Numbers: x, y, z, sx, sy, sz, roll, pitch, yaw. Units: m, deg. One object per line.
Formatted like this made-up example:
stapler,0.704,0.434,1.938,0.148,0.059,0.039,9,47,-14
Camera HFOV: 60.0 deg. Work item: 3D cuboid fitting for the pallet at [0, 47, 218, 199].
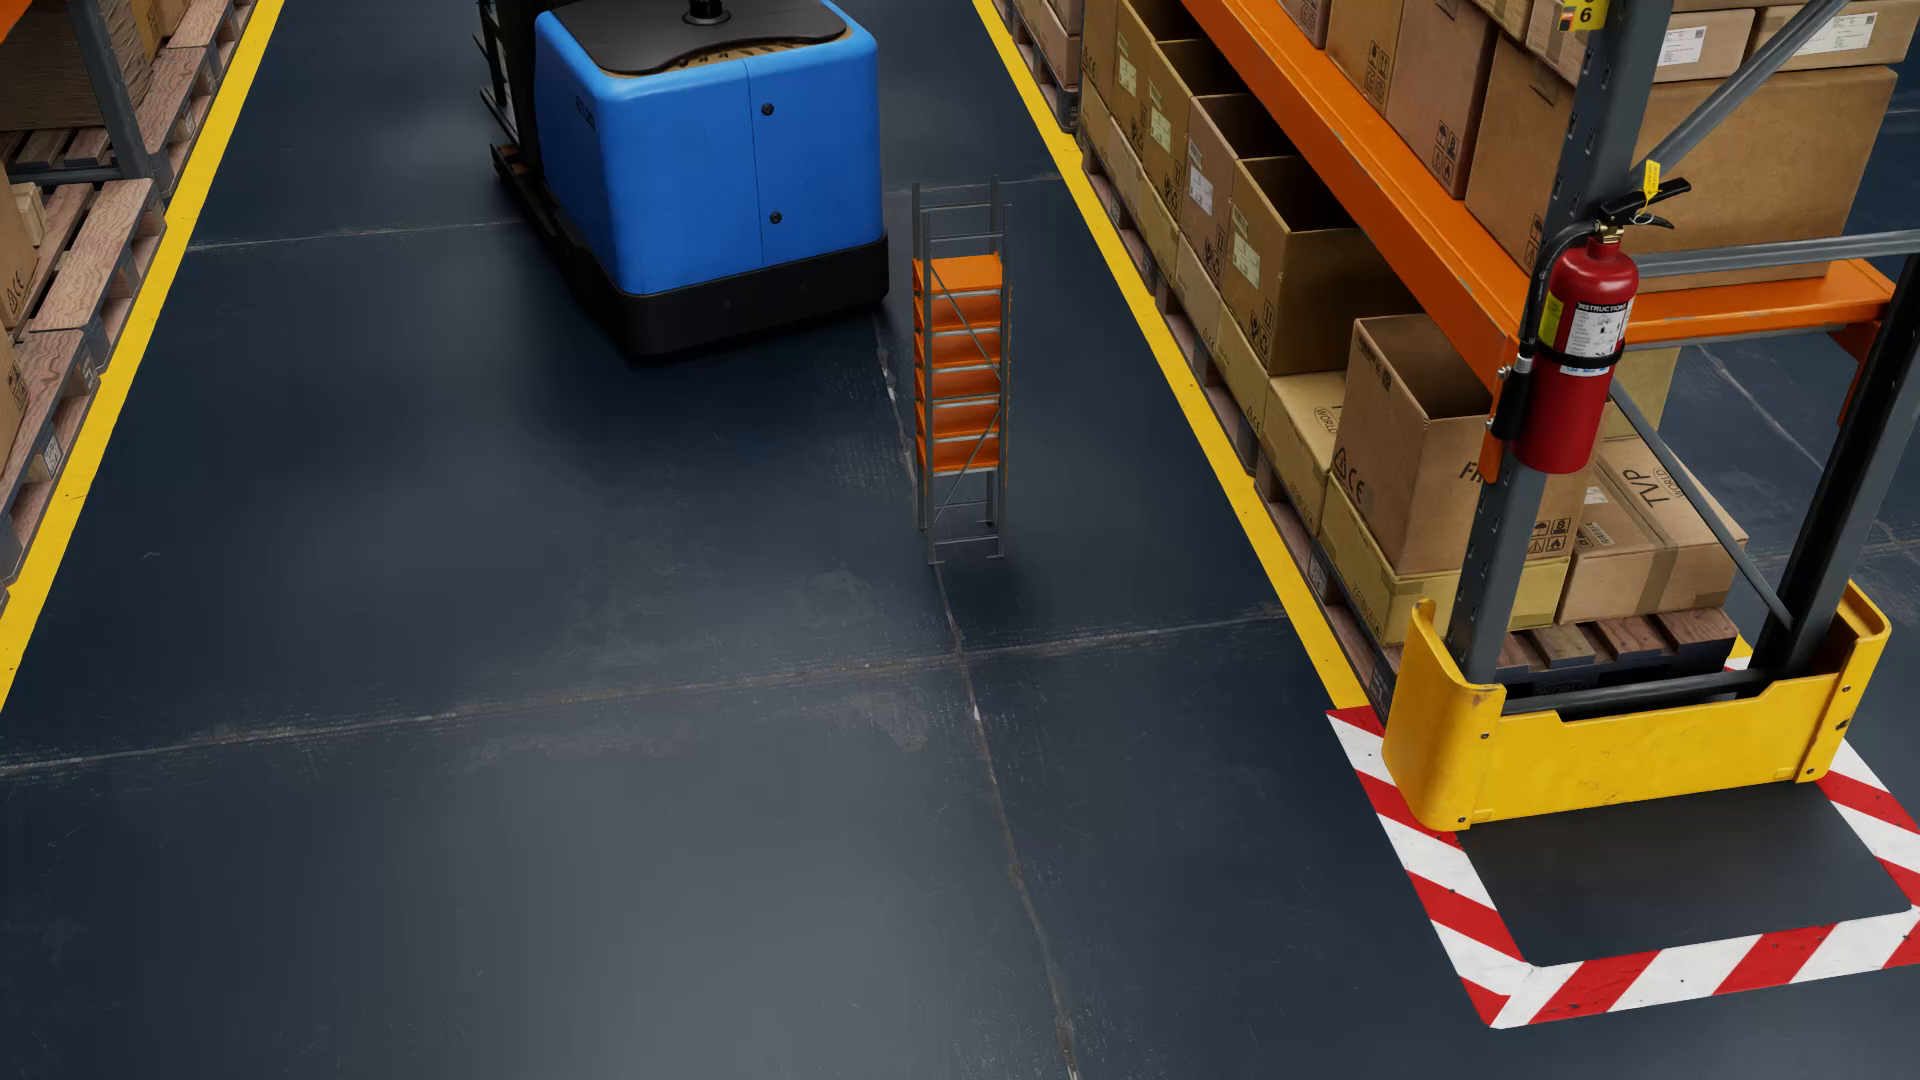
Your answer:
pallet,-3.983,-1.858,7.469,1.003,0.211,1.213,-6,38,-8

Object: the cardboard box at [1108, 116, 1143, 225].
cardboard box,0.896,-1.489,6.620,0.500,0.250,0.500,-6,38,-8

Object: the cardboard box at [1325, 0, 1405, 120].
cardboard box,1.485,-1.548,4.716,0.700,0.500,0.500,-6,38,-8

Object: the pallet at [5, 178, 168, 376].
pallet,-3.693,-0.986,6.347,1.003,0.211,1.213,-6,38,-8

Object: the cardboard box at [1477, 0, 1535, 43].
cardboard box,1.430,-1.272,3.832,0.380,0.149,0.250,-5,38,-7

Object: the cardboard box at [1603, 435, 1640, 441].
cardboard box,1.766,-0.337,5.138,0.500,0.250,0.500,-6,38,-8

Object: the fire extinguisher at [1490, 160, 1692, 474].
fire extinguisher,1.295,-0.456,3.455,0.296,0.674,0.183,-6,38,-8

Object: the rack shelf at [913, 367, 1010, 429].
rack shelf,0.003,-0.430,4.898,0.258,0.103,0.180,-6,38,-8

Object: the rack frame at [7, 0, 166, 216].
rack frame,-3.846,-2.489,6.009,1.000,3.000,0.127,-6,38,-8

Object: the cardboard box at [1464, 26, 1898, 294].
cardboard box,1.663,-0.931,3.922,0.700,0.500,0.500,-6,38,-8

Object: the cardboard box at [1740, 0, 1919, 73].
cardboard box,1.875,-1.164,3.693,0.380,0.149,0.250,-6,38,-8

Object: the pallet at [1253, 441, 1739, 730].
pallet,1.557,0.036,5.032,1.003,0.211,1.213,-6,38,-8

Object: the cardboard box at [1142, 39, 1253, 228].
cardboard box,0.979,-1.482,6.001,0.500,0.500,0.500,-6,38,-8

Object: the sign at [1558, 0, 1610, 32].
sign,1.195,-1.109,3.095,0.100,0.325,0.005,-6,38,-8

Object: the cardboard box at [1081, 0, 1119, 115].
cardboard box,0.804,-2.086,6.778,0.500,0.500,0.500,-6,38,-8

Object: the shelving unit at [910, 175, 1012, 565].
shelving unit,0.003,-0.465,4.871,0.258,1.200,0.189,-6,38,-8

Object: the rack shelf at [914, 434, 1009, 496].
rack shelf,0.003,-0.240,5.045,0.258,0.103,0.180,-6,38,-8

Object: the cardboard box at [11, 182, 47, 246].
cardboard box,-3.722,-1.224,6.331,0.380,0.166,0.250,-11,39,-14

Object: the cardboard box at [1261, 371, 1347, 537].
cardboard box,1.248,-0.281,5.065,0.500,0.250,0.500,-6,38,-8

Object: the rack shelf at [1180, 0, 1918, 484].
rack shelf,1.381,-1.532,5.363,1.077,0.370,4.000,-6,38,-8

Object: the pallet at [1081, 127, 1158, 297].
pallet,1.129,-1.438,6.929,1.003,0.211,1.213,-6,38,-8

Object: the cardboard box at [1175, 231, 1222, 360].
cardboard box,1.072,-0.885,5.843,0.500,0.250,0.500,-6,38,-8

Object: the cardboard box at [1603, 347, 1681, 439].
cardboard box,1.767,-0.634,4.908,0.500,0.500,0.500,-6,38,-8

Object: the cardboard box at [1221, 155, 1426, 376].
cardboard box,1.155,-0.878,5.223,0.500,0.500,0.500,-6,38,-8

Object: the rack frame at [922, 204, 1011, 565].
rack frame,0.019,-0.410,4.800,0.240,1.200,0.006,-6,38,-8

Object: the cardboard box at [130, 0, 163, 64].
cardboard box,-4.131,-2.425,7.605,0.700,0.500,0.500,-7,38,-9

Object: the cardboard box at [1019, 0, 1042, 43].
cardboard box,0.586,-2.629,8.088,0.500,0.250,0.500,-7,38,-9

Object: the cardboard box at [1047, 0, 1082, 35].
cardboard box,0.678,-2.539,7.515,0.500,0.311,0.500,-6,38,-8

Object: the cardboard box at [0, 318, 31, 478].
cardboard box,-3.356,-0.480,5.102,0.700,0.500,0.500,-9,39,-11

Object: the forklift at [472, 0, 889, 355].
forklift,-1.382,-2.718,6.359,1.130,2.935,3.031,-17,41,-21

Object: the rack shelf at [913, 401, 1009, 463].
rack shelf,0.003,-0.335,4.972,0.258,0.103,0.180,-6,38,-8

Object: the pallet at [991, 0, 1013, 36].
pallet,0.646,-3.102,9.071,1.003,0.211,1.213,-6,38,-8
